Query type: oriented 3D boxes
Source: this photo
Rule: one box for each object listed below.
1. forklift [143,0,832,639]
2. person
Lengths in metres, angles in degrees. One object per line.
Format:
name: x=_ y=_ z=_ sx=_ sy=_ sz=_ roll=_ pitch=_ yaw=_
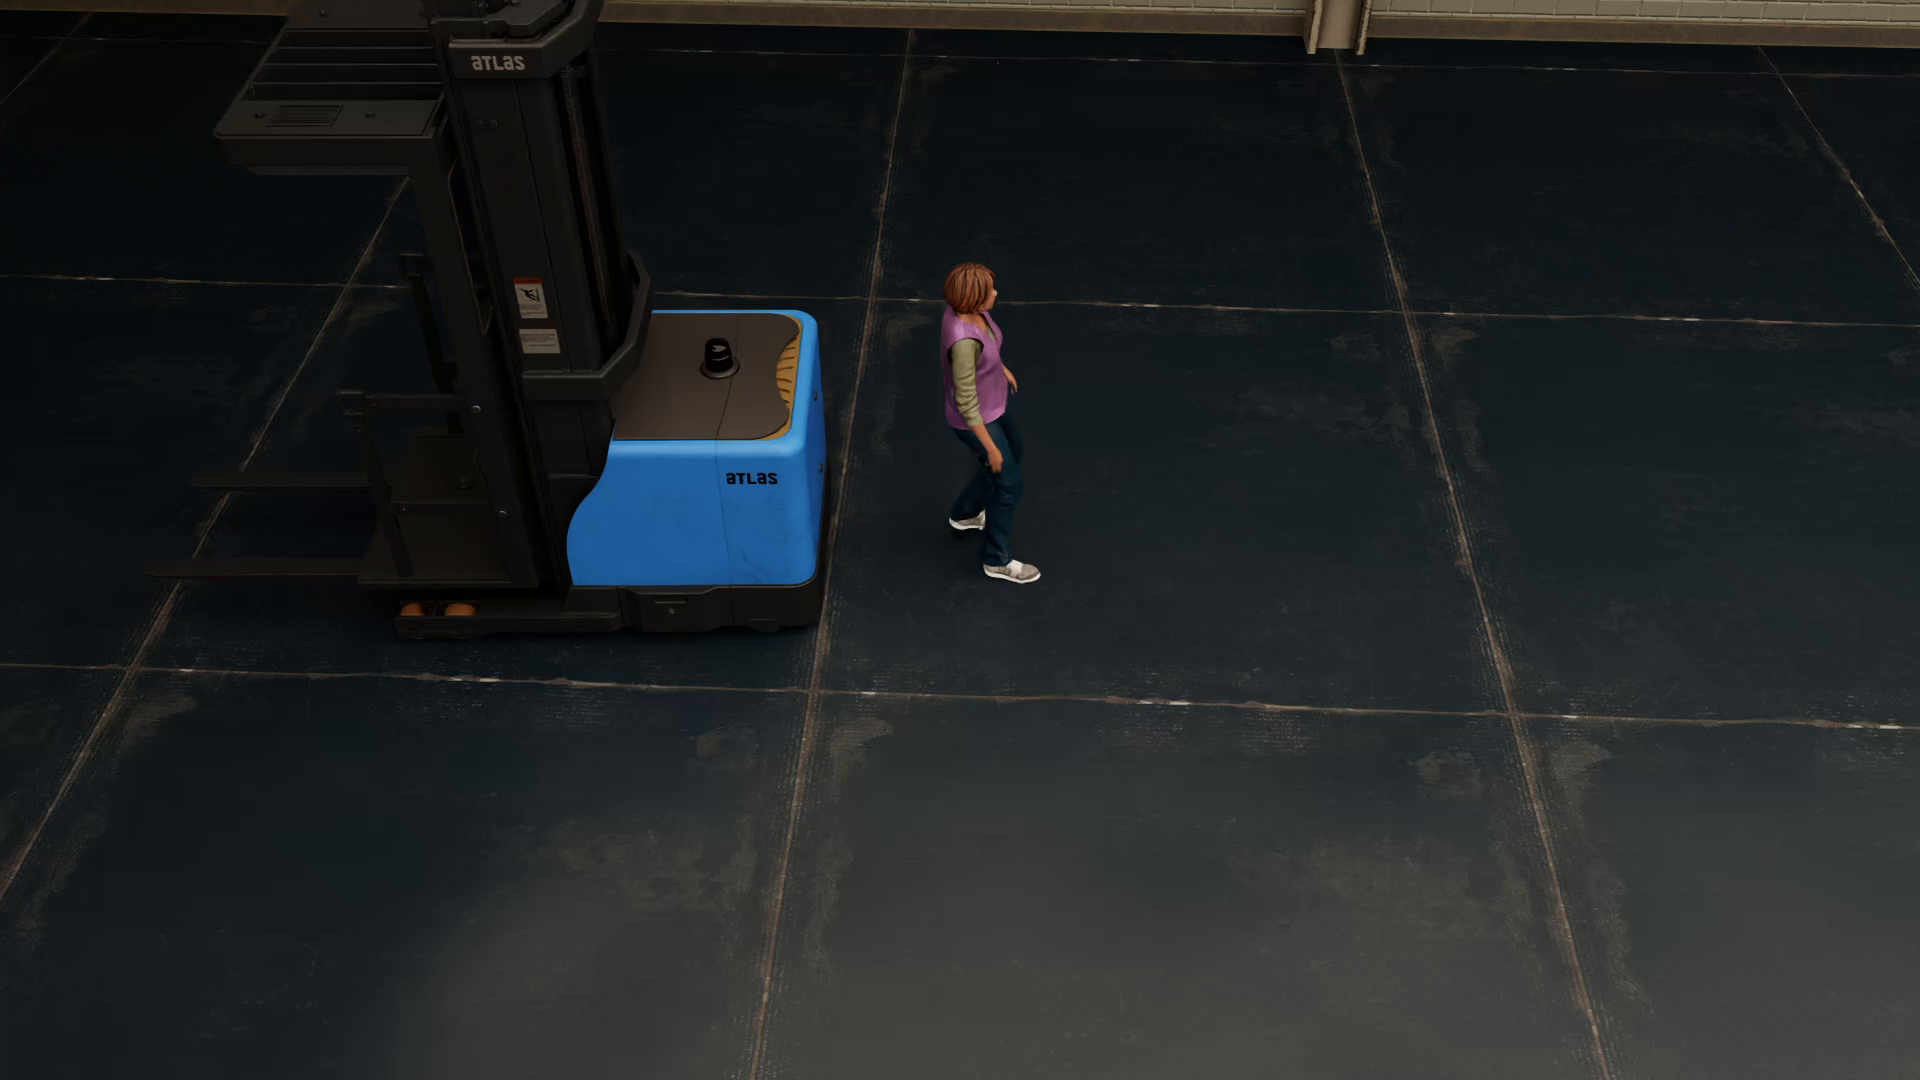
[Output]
forklift: x=-2.139 y=-0.999 z=6.836 sx=3.031 sy=2.935 sz=1.130 roll=0 pitch=42 yaw=0
person: x=0.154 y=-0.553 z=7.374 sx=0.487 sy=1.541 sz=0.600 roll=4 pitch=43 yaw=4
